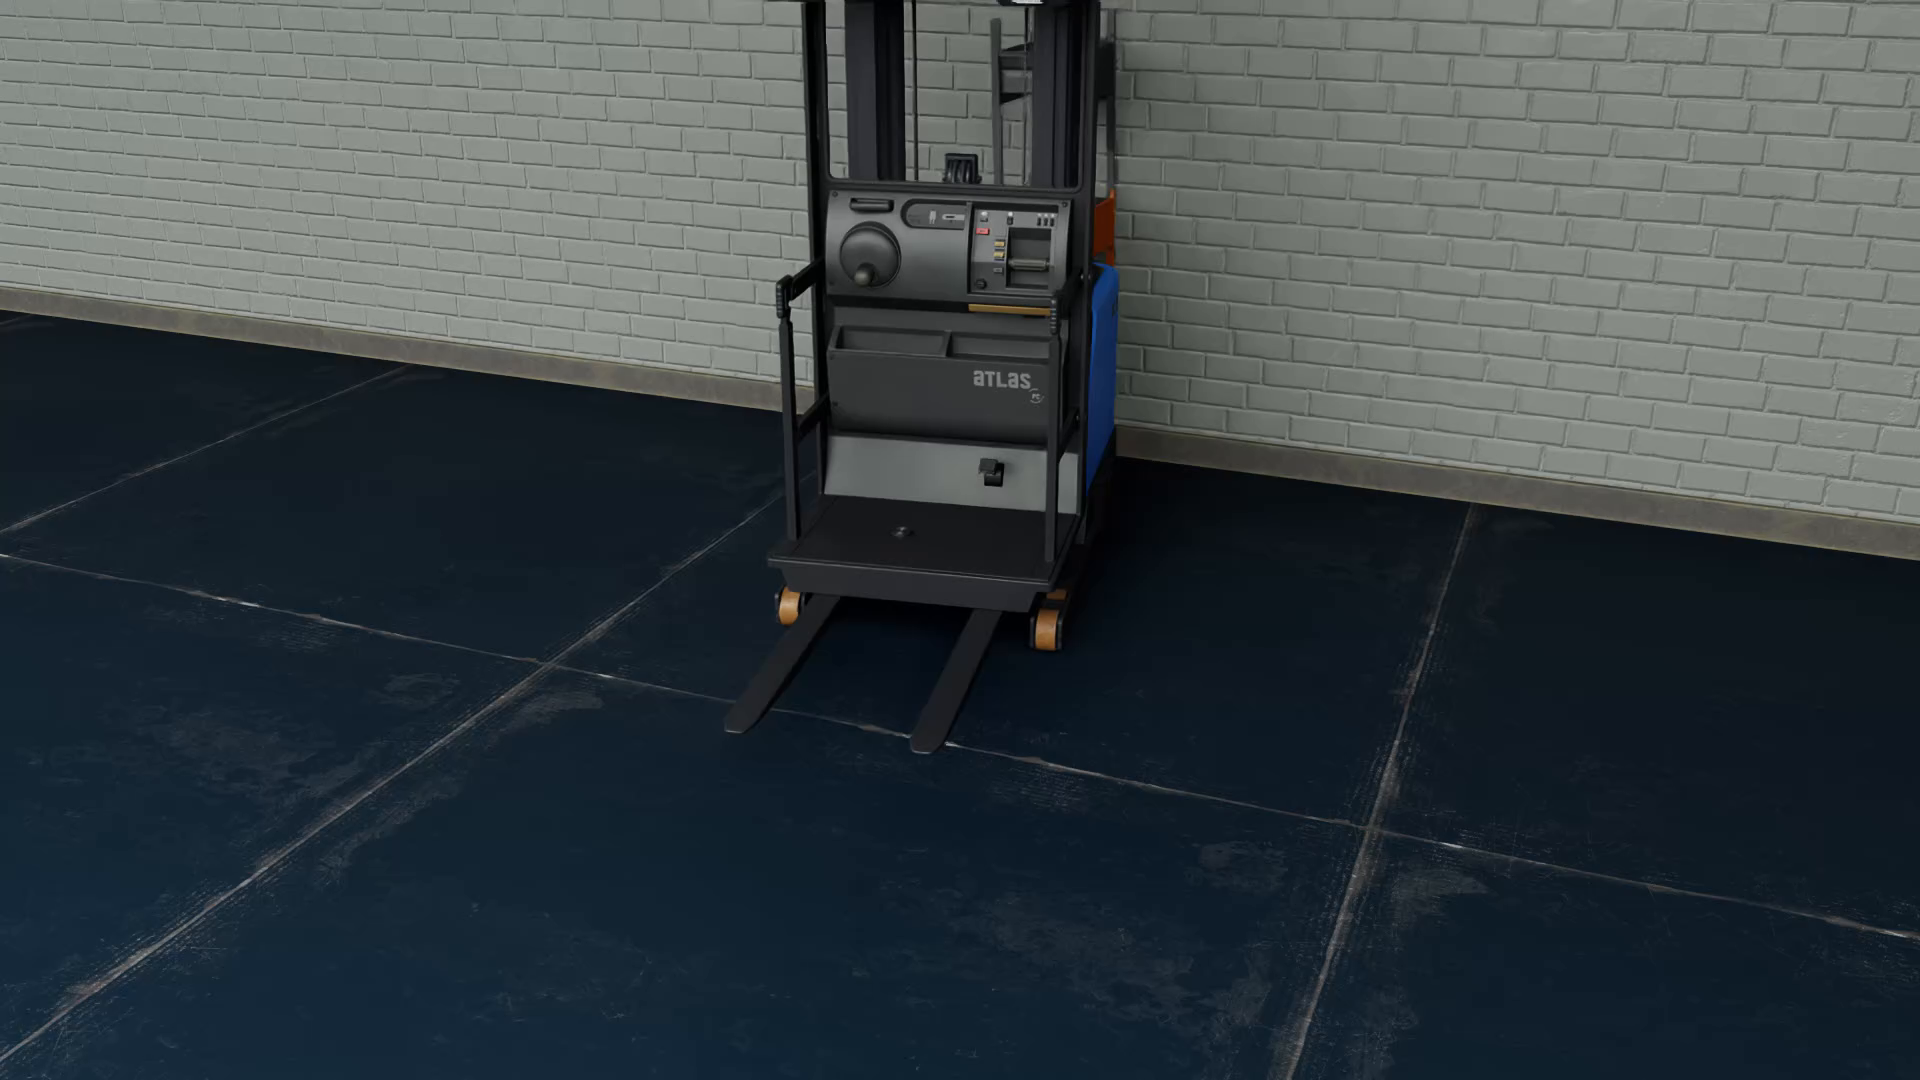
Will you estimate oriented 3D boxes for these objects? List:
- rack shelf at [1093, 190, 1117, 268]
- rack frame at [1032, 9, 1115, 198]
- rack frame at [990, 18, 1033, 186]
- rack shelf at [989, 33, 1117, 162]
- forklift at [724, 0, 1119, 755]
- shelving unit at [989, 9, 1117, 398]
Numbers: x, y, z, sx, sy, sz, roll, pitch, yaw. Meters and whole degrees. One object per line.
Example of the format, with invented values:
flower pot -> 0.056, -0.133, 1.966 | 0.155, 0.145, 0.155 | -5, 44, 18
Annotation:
rack shelf -> 0.448, -1.338, 7.745 | 0.431, 0.518, 0.480 | 8, 24, 23
rack frame -> 0.546, -1.437, 7.946 | 0.400, 2.100, 0.015 | 8, 24, 23
rack frame -> 0.349, -1.265, 7.533 | 0.400, 2.100, 0.015 | 8, 24, 23
rack shelf -> 0.427, -1.987, 7.484 | 0.431, 0.518, 0.480 | 8, 24, 23
forklift -> -0.093, -1.088, 6.053 | 1.130, 2.935, 3.031 | 5, 23, 11
shelving unit -> 0.447, -1.351, 7.740 | 0.431, 2.100, 0.503 | 8, 24, 23
